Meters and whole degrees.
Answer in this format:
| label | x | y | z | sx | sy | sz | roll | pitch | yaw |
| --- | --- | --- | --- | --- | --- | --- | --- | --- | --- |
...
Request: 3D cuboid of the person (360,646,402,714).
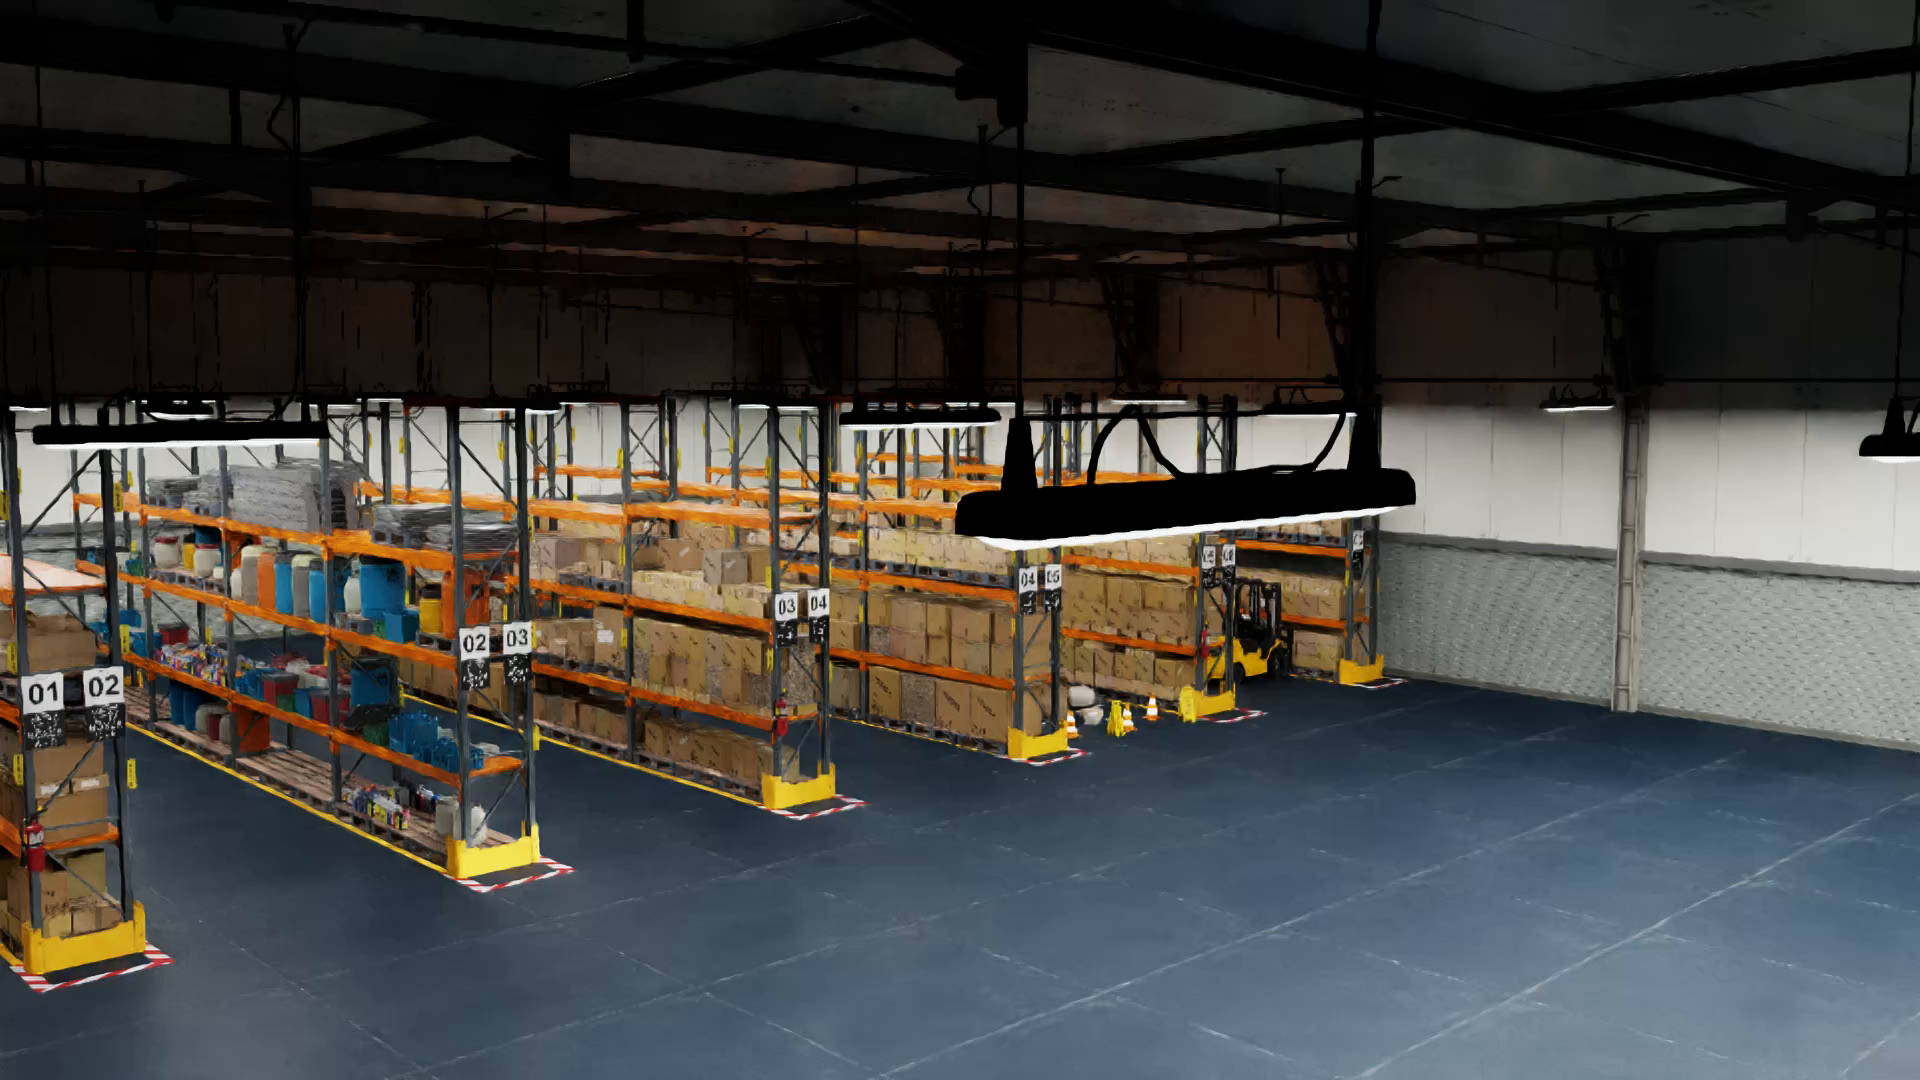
| label | x | y | z | sx | sy | sz | roll | pitch | yaw |
| --- | --- | --- | --- | --- | --- | --- | --- | --- | --- |
| person | -10.924 | 2.457 | 31.151 | 0.598 | 1.698 | 1.193 | -5 | 7 | -41 |
